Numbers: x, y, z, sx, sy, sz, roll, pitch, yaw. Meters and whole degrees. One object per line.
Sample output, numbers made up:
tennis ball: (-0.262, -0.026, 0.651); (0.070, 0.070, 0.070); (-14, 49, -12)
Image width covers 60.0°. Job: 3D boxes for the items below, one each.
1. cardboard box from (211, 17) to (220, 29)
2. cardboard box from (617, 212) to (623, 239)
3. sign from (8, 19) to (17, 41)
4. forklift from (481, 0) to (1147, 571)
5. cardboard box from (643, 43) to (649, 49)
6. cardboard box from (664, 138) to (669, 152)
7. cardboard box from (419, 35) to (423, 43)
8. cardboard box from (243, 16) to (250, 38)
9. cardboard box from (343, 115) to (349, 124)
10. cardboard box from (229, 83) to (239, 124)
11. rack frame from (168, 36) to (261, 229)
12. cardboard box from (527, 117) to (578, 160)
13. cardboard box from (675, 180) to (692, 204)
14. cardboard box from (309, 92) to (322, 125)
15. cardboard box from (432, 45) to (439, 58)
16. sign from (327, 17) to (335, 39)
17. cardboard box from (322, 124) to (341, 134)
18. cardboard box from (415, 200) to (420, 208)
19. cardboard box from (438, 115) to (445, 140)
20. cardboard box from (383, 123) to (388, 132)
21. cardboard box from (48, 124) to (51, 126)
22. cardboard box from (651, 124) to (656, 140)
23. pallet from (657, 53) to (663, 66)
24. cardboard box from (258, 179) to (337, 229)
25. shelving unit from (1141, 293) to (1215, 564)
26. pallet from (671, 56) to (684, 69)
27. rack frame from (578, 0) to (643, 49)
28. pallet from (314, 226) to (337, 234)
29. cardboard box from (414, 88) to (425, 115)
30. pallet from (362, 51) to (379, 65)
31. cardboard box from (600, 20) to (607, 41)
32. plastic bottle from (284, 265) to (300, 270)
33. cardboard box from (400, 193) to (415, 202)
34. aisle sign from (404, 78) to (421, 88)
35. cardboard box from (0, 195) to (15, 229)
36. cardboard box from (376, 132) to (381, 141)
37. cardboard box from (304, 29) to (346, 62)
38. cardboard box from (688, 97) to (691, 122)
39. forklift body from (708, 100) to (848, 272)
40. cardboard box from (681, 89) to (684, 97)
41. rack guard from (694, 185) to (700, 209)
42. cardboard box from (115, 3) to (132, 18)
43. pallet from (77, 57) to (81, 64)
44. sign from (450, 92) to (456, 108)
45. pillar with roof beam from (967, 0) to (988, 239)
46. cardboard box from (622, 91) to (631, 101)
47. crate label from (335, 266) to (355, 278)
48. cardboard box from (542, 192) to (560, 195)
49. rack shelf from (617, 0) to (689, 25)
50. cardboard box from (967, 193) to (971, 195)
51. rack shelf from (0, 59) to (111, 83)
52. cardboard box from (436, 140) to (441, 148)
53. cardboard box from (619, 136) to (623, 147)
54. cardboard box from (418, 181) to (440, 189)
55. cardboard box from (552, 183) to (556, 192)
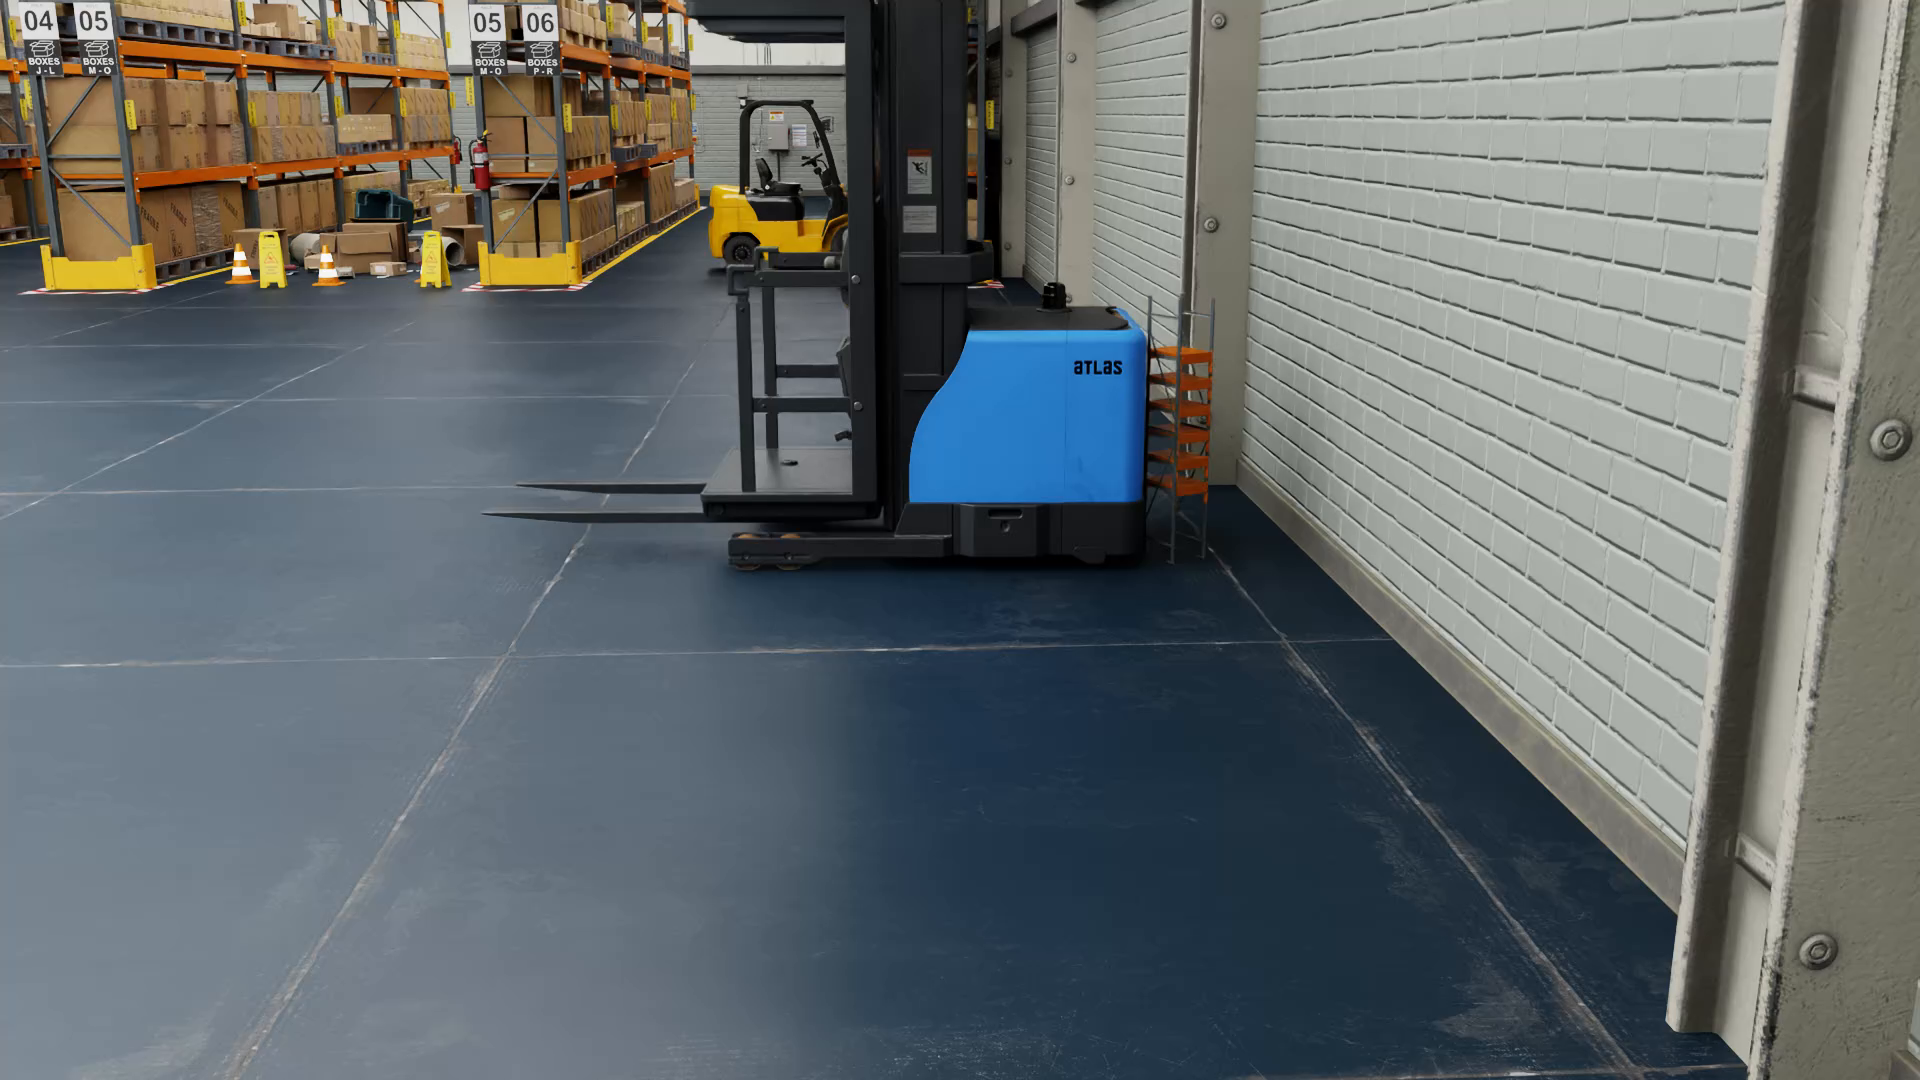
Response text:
cardboard box: (-9.963, -6.790, 21.839); (0.380, 0.149, 0.250); (-1, 14, -3)
cardboard box: (-5.439, -4.583, 24.249); (0.950, 0.372, 0.625); (-1, 14, -3)
sign: (-15.001, -8.074, 26.332); (0.100, 0.325, 0.005); (-1, 14, -3)
forklift: (-0.680, -1.411, 7.628); (3.031, 2.935, 1.130); (0, 14, 0)
cardboard box: (-5.632, -8.586, 28.984); (0.380, 0.166, 0.250); (0, 14, 1)
cardboard box: (-5.590, -7.204, 30.308); (0.500, 0.250, 0.500); (-1, 14, -4)
cardboard box: (-10.694, -9.759, 32.412); (0.380, 0.149, 0.250); (-1, 14, -5)
cardboard box: (-10.666, -7.514, 24.326); (0.500, 0.311, 0.500); (-1, 14, -5)
cardboard box: (-10.451, -7.031, 27.799); (0.380, 0.149, 0.250); (-1, 14, -4)
cardboard box: (-10.349, -5.923, 22.561); (0.875, 0.550, 0.550); (-1, 14, -3)
rack frame: (-10.338, -5.420, 23.073); (1.000, 3.000, 0.127); (-1, 14, -3)
cardboard box: (-4.908, -4.841, 20.026); (0.500, 0.500, 0.500); (-1, 14, -4)
cardboard box: (-5.941, -7.079, 33.817); (0.875, 0.438, 0.875); (0, 14, -2)
cardboard box: (-10.568, -6.836, 26.367); (0.700, 0.500, 0.500); (-1, 14, -4)
cardboard box: (-10.766, -9.789, 33.330); (0.500, 0.250, 0.500); (-1, 14, -5)
sign: (-10.031, -8.163, 26.516); (0.100, 0.325, 0.005); (-1, 14, -3)
cardboard box: (-10.415, -6.764, 27.360); (0.380, 0.149, 0.250); (0, 14, -1)
cardboard box: (-10.619, -6.455, 31.974); (0.380, 0.149, 0.250); (-1, 14, -4)
cardboard box: (-10.770, -8.361, 33.705); (0.500, 0.500, 0.500); (-1, 14, -4)
cardboard box: (-10.594, -7.474, 30.120); (0.380, 0.149, 0.250); (-1, 14, -3)
cardboard box: (-15.335, -6.665, 27.711); (0.500, 0.500, 0.500); (-1, 14, -5)
cardboard box: (-5.467, -6.944, 28.294); (0.500, 0.250, 0.500); (-1, 14, -2)
pallet: (-5.793, -8.644, 29.967); (0.805, 0.209, 1.217); (-1, 15, -6)
cardboard box: (-10.638, -5.376, 26.573); (1.050, 0.750, 0.750); (-1, 14, -4)
shelving unit: (0.992, -0.508, 7.593); (0.189, 1.200, 0.258); (-9, 17, -30)
pallet: (-6.012, -9.427, 32.805); (1.003, 0.211, 1.213); (-1, 14, -3)
rack frame: (-5.651, -9.422, 26.586); (1.000, 3.000, 0.127); (-1, 14, -3)
pallet: (-10.612, -4.867, 26.520); (1.003, 0.211, 1.213); (-1, 14, -3)
cardboard box: (-10.666, -8.457, 32.071); (0.500, 0.500, 0.500); (-1, 14, -3)
pallet: (-10.834, -8.358, 28.850); (1.213, 0.211, 1.003); (-1, 14, -3)
cardboard box: (-5.107, -6.940, 22.663); (0.500, 0.250, 0.500); (-1, 14, -4)
plastic bottle: (-8.806, -3.571, 21.784); (0.283, 0.061, 0.133); (-6, 16, -23)
cardboard box: (-10.537, -6.472, 31.441); (0.380, 0.149, 0.250); (0, 14, -1)
aisle sign: (-11.385, -9.677, 34.400); (0.394, 0.787, 0.004); (-1, 14, -3)
cardboard box: (-15.481, -5.200, 26.349); (0.700, 0.500, 0.500); (-2, 15, -6)
cardboard box: (-10.566, -7.207, 29.678); (0.380, 0.149, 0.250); (-2, 15, -6)
cardboard box: (-10.356, -8.062, 27.121); (0.500, 0.500, 0.500); (-1, 14, -3)
cardboard box: (-5.880, -8.923, 34.478); (0.500, 0.500, 0.500); (0, 14, -2)
forklift body: (-2.140, -4.637, 21.732); (2.313, 2.155, 1.214); (-1, 14, -3)
cardboard box: (-5.811, -9.078, 33.779); (0.380, 0.149, 0.250); (-1, 14, -2)
rack guard: (-6.149, -7.302, 35.401); (1.175, 0.500, 0.348); (-1, 14, -3)
cardboard box: (-9.791, -6.098, 19.150); (0.380, 0.149, 0.250); (-1, 14, -3)
pallet: (-15.684, -8.491, 29.372); (0.805, 0.209, 1.217); (-1, 15, -6)
sign: (-10.526, -9.122, 34.502); (0.100, 0.325, 0.005); (-1, 14, -3)
pillar with roof beam: (-4.014, -9.123, 25.423); (9.100, 9.000, 0.400); (-1, 14, -3)
cardboard box: (-5.269, -6.824, 25.587); (0.380, 0.149, 0.250); (-2, 15, -6)
crate label: (-7.667, -3.320, 20.657); (0.250, 0.136, 0.298); (-9, 17, -32)
cardboard box: (-5.561, -4.344, 22.060); (0.500, 0.500, 0.500); (0, 14, -1)
rack shelf: (-6.023, -10.372, 32.525); (1.077, 0.370, 4.000); (-1, 14, -3)
cardboard box: (-0.123, -4.459, 22.007); (0.500, 0.250, 0.500); (-1, 14, -5)
rack shelf: (-15.666, -7.965, 28.388); (1.077, 0.370, 4.000); (-1, 14, -3)
cardboard box: (-10.731, -8.019, 33.676); (0.380, 0.149, 0.250); (0, 14, -2)
cardboard box: (-5.129, -5.808, 24.241); (0.380, 0.149, 0.250); (-1, 14, -2)
cardboard box: (-10.670, -7.131, 33.405); (0.380, 0.149, 0.250); (0, 14, -1)
cardboard box: (-5.655, -4.760, 22.376); (0.380, 0.149, 0.250); (0, 14, -1)
